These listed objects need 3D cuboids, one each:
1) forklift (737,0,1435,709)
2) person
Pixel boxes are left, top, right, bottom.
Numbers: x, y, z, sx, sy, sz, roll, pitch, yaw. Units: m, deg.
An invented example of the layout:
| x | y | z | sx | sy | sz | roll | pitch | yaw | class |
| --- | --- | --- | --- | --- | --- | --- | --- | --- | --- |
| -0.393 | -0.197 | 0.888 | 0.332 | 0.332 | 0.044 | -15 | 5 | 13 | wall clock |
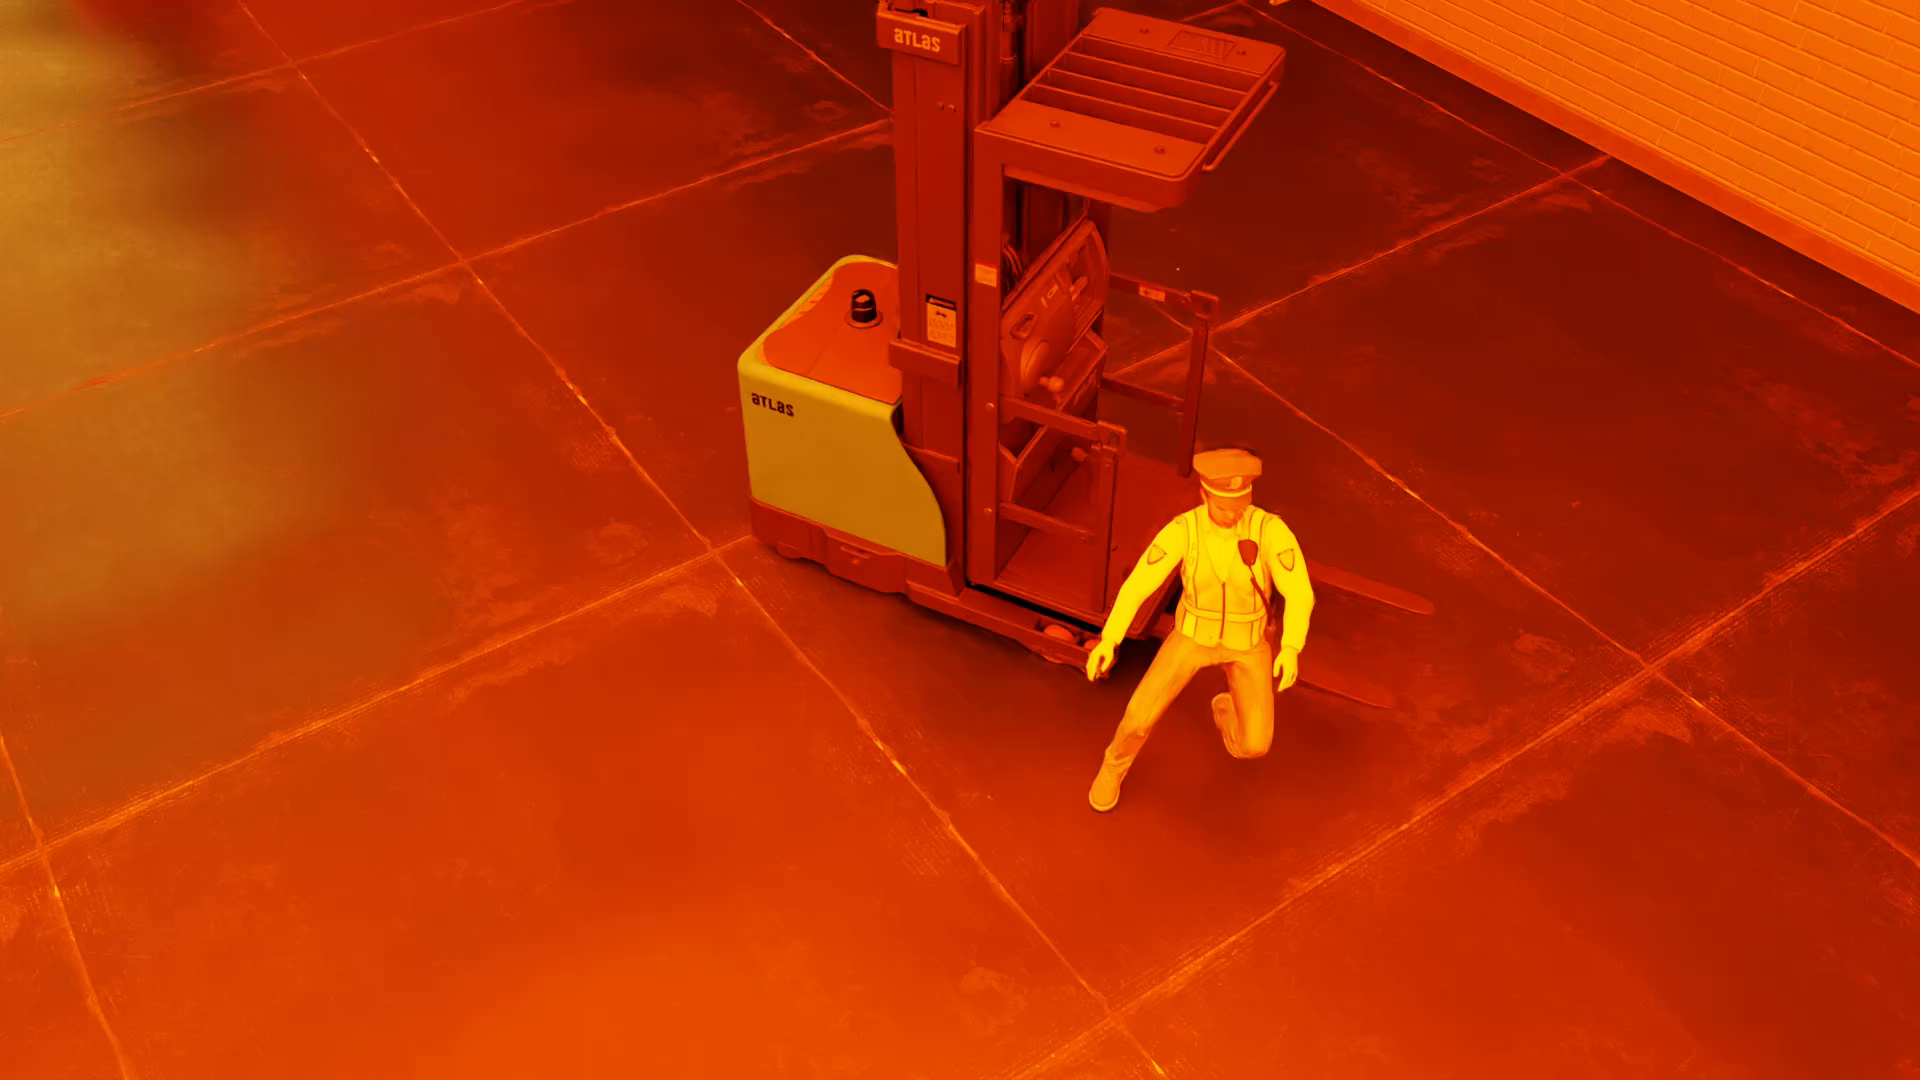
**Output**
| x | y | z | sx | sy | sz | roll | pitch | yaw | class |
| --- | --- | --- | --- | --- | --- | --- | --- | --- | --- |
| 0.570 | -0.895 | 6.686 | 3.031 | 2.935 | 1.130 | 19 | 46 | 20 | forklift |
| 0.897 | 0.406 | 6.239 | 0.776 | 1.551 | 0.675 | 8 | 43 | 9 | person |
